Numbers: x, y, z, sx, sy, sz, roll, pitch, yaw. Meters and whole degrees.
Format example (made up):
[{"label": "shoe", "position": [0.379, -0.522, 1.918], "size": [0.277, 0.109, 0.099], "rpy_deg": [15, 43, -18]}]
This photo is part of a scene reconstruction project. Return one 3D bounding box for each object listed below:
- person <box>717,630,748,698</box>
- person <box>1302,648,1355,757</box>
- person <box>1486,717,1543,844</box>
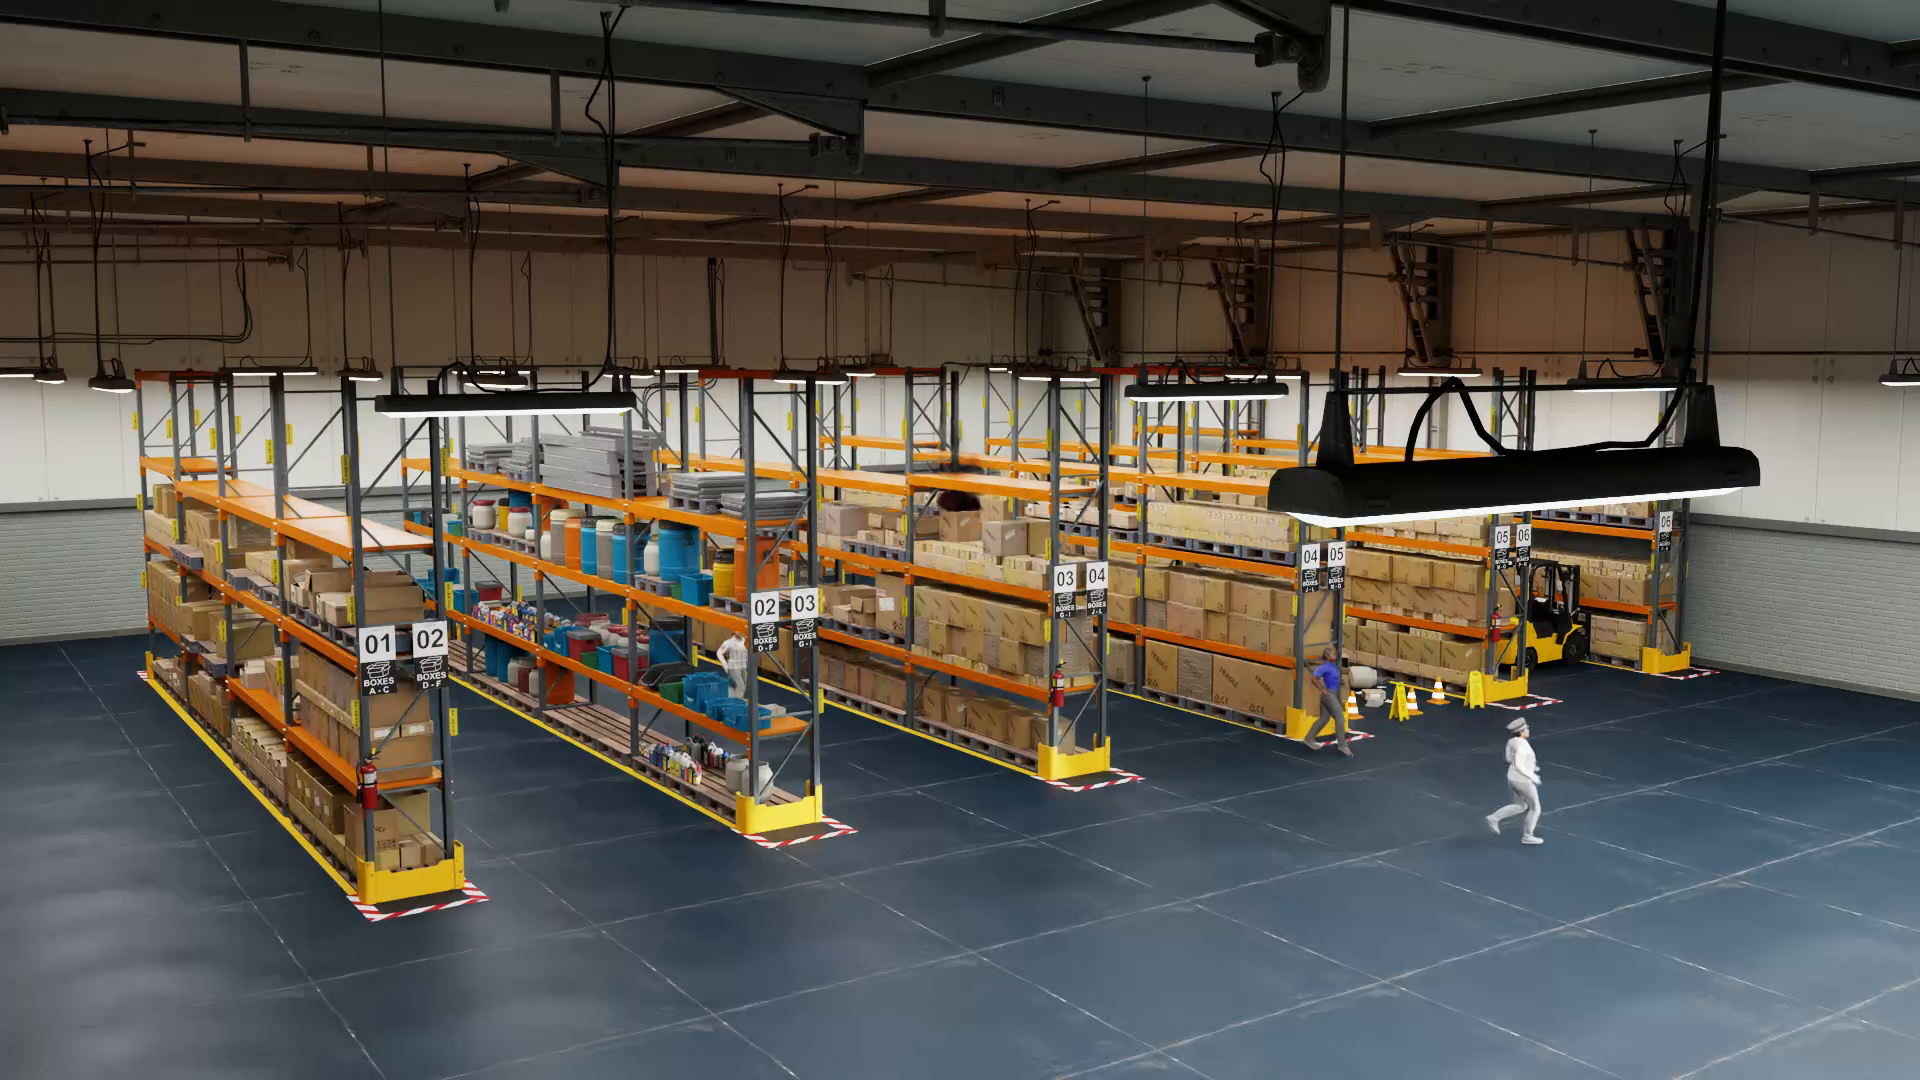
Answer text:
[{"label": "person", "position": [-3.839, 2.245, 28.941], "size": [0.612, 1.650, 0.550], "rpy_deg": [-6, 9, -42]}, {"label": "person", "position": [5.849, 2.548, 26.313], "size": [0.815, 1.700, 0.639], "rpy_deg": [1, 7, 12]}, {"label": "person", "position": [7.176, 3.100, 21.390], "size": [0.717, 1.649, 0.622], "rpy_deg": [0, 6, -2]}]
